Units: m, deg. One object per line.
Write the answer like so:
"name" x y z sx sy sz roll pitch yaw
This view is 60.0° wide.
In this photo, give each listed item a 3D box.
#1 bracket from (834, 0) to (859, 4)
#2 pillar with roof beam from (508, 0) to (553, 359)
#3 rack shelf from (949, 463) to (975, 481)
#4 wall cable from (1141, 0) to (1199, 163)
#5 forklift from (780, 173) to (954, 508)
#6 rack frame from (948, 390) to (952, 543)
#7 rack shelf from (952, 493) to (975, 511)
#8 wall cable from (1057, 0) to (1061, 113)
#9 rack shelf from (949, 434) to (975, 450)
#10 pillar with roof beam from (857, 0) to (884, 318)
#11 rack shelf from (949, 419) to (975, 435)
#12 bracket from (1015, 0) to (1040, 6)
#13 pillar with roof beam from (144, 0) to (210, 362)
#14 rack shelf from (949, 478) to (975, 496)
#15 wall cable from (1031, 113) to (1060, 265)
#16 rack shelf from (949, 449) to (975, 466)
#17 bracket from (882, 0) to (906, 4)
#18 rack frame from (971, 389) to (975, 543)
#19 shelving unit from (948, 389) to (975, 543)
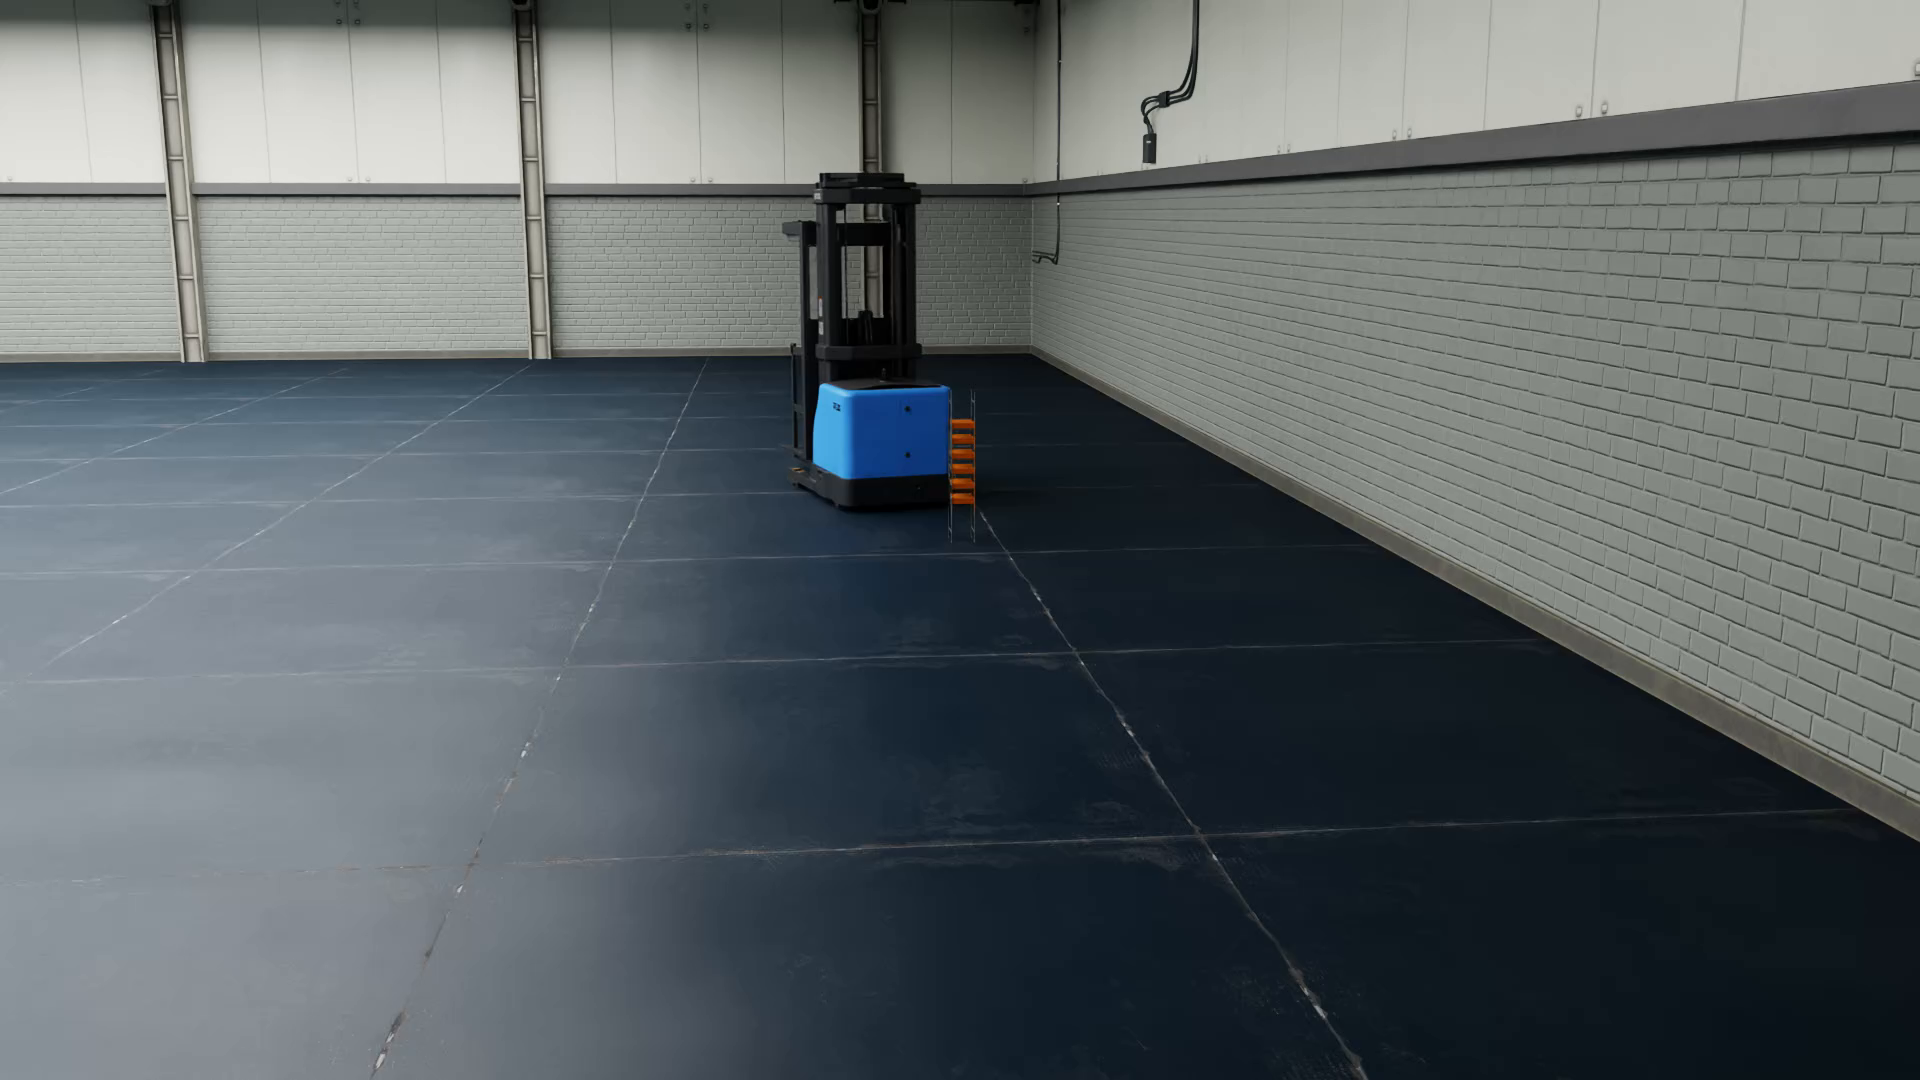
"bracket" -1.990 -9.521 29.139 0.430 0.232 0.235 -1 11 -6
"pillar with roof beam" -7.116 -6.881 25.041 0.548 9.000 9.100 -1 11 -6
"rack shelf" 0.014 -0.545 13.262 0.180 0.103 0.258 -1 11 -6
"wall cable" 2.465 -7.487 19.308 0.169 6.003 2.305 -1 11 -6
"forklift" -1.032 -1.962 15.750 1.130 2.935 3.031 -4 12 -20
"rack frame" -0.077 -0.587 13.244 0.006 1.200 0.240 -1 11 -6
"rack shelf" 0.014 -0.310 13.309 0.180 0.103 0.258 -1 11 -6
"wall cable" 1.748 -8.075 26.072 0.112 2.526 3.097 -1 11 -6
"rack shelf" 0.014 -0.781 13.216 0.180 0.103 0.258 -1 11 -6
"pillar with roof beam" -1.151 -7.006 25.677 0.548 9.000 9.100 -1 11 -6
"rack shelf" 0.014 -0.899 13.193 0.180 0.103 0.258 -1 11 -6
"bracket" 1.191 -9.588 29.478 0.430 0.232 0.235 -1 11 -6
"pillar with roof beam" -13.081 -6.756 24.406 0.548 9.000 9.100 -1 11 -6
"rack shelf" 0.014 -0.428 13.286 0.180 0.103 0.258 -1 11 -6
"wall cable" 1.456 -6.116 29.198 0.112 2.526 3.097 -1 11 -6
"rack shelf" 0.014 -0.663 13.239 0.180 0.103 0.258 -1 11 -6
"bracket" -1.165 -9.538 29.227 0.430 0.232 0.235 -1 11 -6
"rack frame" 0.105 -0.591 13.263 0.006 1.200 0.240 -1 11 -6
"shelving unit" 0.014 -0.589 13.254 0.189 1.200 0.258 -1 11 -6
